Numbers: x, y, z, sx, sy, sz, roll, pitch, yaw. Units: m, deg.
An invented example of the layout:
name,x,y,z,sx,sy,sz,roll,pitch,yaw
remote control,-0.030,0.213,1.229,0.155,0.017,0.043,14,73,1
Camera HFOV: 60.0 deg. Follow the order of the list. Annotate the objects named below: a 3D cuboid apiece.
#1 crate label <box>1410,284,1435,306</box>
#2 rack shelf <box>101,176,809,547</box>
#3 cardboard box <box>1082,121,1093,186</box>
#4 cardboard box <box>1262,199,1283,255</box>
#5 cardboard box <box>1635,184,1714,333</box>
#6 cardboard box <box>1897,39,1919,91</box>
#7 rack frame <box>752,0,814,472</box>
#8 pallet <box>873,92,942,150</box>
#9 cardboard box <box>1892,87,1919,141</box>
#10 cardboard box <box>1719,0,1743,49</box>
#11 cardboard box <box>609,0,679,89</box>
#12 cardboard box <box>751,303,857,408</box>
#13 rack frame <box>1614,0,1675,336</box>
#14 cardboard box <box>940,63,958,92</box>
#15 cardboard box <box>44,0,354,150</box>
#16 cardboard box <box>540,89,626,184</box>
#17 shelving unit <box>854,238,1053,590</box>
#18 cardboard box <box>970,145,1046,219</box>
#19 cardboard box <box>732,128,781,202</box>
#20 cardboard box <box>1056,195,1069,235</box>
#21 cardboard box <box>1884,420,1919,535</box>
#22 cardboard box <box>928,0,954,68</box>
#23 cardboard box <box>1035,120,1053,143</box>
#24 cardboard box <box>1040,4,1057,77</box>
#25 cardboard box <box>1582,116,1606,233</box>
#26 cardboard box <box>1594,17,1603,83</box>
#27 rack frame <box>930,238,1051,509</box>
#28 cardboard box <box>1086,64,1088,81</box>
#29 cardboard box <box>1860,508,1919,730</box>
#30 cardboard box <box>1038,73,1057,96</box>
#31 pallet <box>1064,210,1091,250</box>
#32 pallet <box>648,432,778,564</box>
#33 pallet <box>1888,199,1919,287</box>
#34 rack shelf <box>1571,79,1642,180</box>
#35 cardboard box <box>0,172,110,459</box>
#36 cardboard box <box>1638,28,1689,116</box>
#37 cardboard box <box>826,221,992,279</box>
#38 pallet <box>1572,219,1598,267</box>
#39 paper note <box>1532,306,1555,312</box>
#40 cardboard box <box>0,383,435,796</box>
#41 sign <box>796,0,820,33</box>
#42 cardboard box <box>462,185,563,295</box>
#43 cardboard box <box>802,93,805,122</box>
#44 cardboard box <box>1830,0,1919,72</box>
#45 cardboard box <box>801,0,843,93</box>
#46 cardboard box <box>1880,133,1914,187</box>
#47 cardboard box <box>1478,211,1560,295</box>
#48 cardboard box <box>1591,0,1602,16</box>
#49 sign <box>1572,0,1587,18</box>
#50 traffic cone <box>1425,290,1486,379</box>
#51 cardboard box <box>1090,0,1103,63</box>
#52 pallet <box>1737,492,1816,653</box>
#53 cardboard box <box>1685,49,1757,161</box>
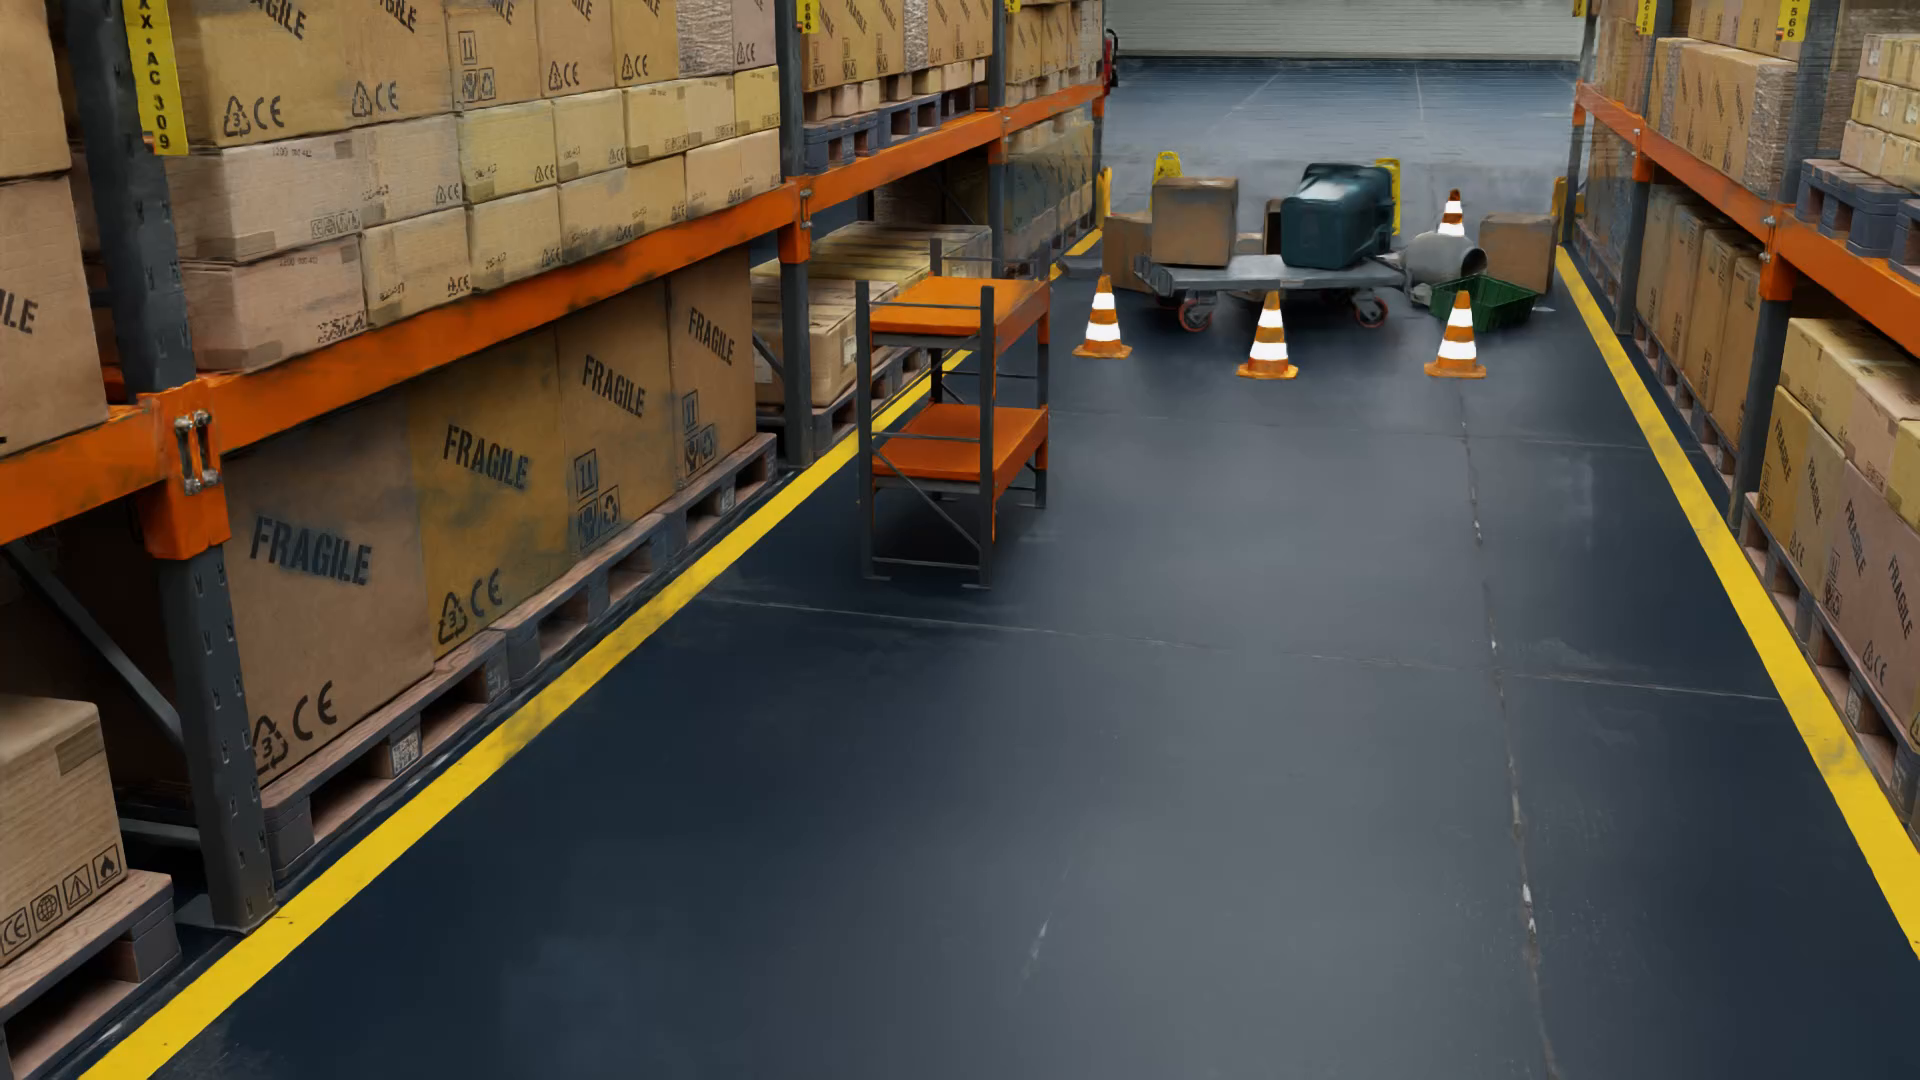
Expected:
name,x,y,z,sx,sy,sz,roll,pitch,yaw
crate label,3.233,-1.667,11.355,0.298,0.136,0.250,-9,21,-24
rack shelf,-1.667,-0.823,5.571,1.077,0.370,4.000,5,19,13
cardboard box,0.833,-3.279,14.091,0.500,0.500,0.500,5,19,14
cardboard box,2.582,-2.137,11.955,0.797,0.637,0.503,5,19,13
cardboard box,4.559,-1.618,9.614,1.050,0.750,0.750,5,19,13
cardboard box,3.218,-1.502,5.264,0.380,0.149,0.250,5,19,13
rack frame,-1.178,-1.791,7.290,1.000,3.000,0.127,5,19,13
pallet,-0.734,-2.324,9.147,1.003,0.211,1.213,5,19,13
cardboard box,3.207,-1.347,5.270,0.380,0.149,0.250,4,19,12
cardboard box,4.261,-2.730,8.338,0.700,0.500,0.500,5,19,14
cardboard box,-1.296,-1.812,5.650,0.500,0.500,0.500,5,19,13
cardboard box,-1.031,-0.922,8.163,0.950,0.372,0.625,3,19,10
rack frame,4.624,-2.685,9.908,1.000,3.000,0.127,5,19,13
cardboard box,-0.228,-2.696,9.680,0.380,0.149,0.250,5,19,14
cardboard box,-1.769,-1.173,3.779,0.500,0.500,0.500,5,19,14
cardboard box,-1.404,-1.299,5.307,0.500,0.250,0.500,4,19,12
shelving unit,-0.002,-0.530,6.500,0.538,1.125,1.048,5,19,13
cardboard box,0.324,-2.629,12.189,0.500,0.500,0.500,5,20,16
cardboard box,-1.050,-1.541,6.790,0.500,0.250,0.500,4,19,11
cardboard box,0.583,-2.595,13.248,0.500,0.250,0.500,4,19,11
cardboard box,2.860,-0.129,4.481,0.500,0.250,0.500,4,19,11
cardboard box,-0.343,-2.952,9.424,0.500,0.500,0.500,5,20,15
cardboard box,0.480,-3.048,12.410,0.380,0.149,0.250,6,20,17
cardboard box,0.412,-3.664,12.159,0.500,0.500,0.500,4,19,13
cardboard box,5.499,-2.914,13.217,0.875,0.875,0.875,5,19,14
cardboard box,5.554,-3.890,13.204,0.875,0.550,0.550,5,19,13
rack frame,0.123,-0.690,6.966,0.500,1.125,0.032,5,19,13
cardboard box,0.855,-3.878,13.790,0.380,0.149,0.250,4,19,12
cardboard box,2.861,0.233,4.581,0.500,0.500,0.500,4,19,12
cardboard box,0.509,-3.399,12.387,0.380,0.149,0.250,5,19,14
pallet,0.525,-2.703,14.274,1.003,0.211,1.213,5,19,13
pallet,-1.444,-0.230,7.034,1.003,0.211,1.213,5,19,13
pallet,3.202,-0.717,4.443,1.003,0.211,1.213,5,19,13
rack shelf,5.112,-2.972,11.860,1.077,0.370,4.000,5,19,13
cardboard box,-2.021,-0.419,3.118,0.500,0.500,0.500,5,19,14
cardboard box,4.702,-2.873,10.226,0.875,0.550,0.550,5,19,13
cardboard box,-0.327,-1.835,10.835,0.950,0.372,0.625,5,19,14
pallet,5.482,-2.363,13.278,1.003,0.211,1.213,5,19,13
paper note,3.910,-1.563,11.215,0.147,0.020,0.142,-9,21,-24
cardboard box,-2.082,0.069,4.482,0.875,0.875,0.875,5,20,15
sign,-0.639,-2.296,6.977,0.100,0.325,0.005,5,19,13
cardboard box,-1.526,-0.905,4.928,0.500,0.250,0.500,4,19,13
cardboard box,-0.919,-1.958,7.518,0.380,0.149,0.250,4,19,10
cardboard box,3.766,-2.092,6.470,0.700,0.500,0.500,5,19,13
cardboard box,-0.844,-2.300,7.517,0.500,0.500,0.500,4,19,12
cardboard box,3.210,-1.218,5.353,0.380,0.149,0.250,6,20,16
cardboard box,4.008,-2.071,11.974,0.500,0.500,0.500,8,21,23
cardboard box,5.473,-4.408,13.049,0.875,0.550,0.550,5,19,13
sign,5.064,-4.432,13.560,0.100,0.325,0.005,5,19,13
traffic cone,2.832,-1.184,9.437,0.336,0.463,0.334,5,19,13
cardboard box,0.911,-4.294,14.005,0.500,0.500,0.500,4,19,12
pallet,3.454,0.133,5.972,1.003,0.211,1.213,5,19,13
cardboard box,3.863,-2.115,8.084,0.500,0.500,0.500,5,19,14
